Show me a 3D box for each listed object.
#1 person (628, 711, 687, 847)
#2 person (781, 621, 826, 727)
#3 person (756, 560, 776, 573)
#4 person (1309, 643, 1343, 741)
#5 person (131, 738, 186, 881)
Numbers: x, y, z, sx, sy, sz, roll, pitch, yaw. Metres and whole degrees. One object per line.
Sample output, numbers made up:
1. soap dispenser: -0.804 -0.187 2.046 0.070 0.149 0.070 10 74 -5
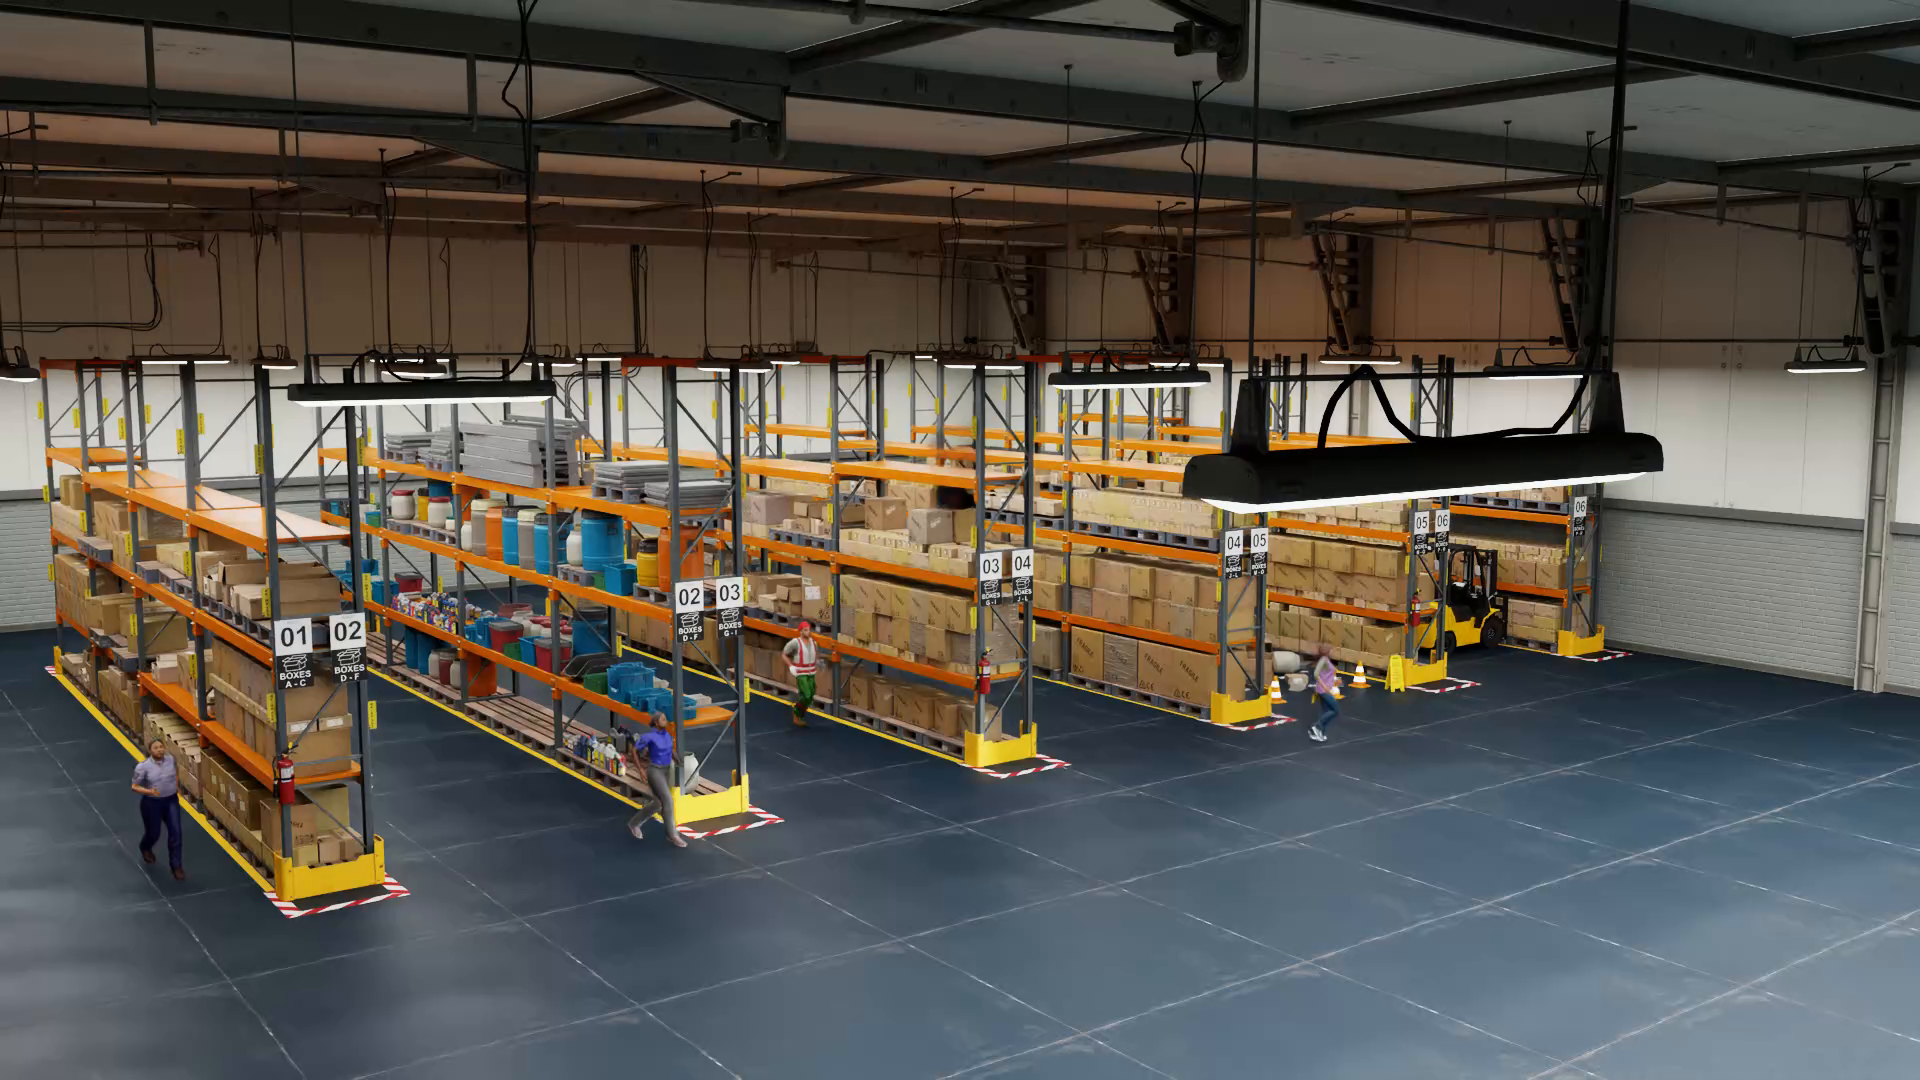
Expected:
1. person: -3.781 2.995 21.029 0.868 1.649 0.605 3 7 20
2. person: -2.509 2.195 27.128 0.633 1.740 0.619 -7 9 -43
3. person: -4.782 0.484 41.783 0.677 1.677 0.572 -1 7 -7
4. person: 5.791 2.401 26.268 0.518 1.569 0.518 1 7 12
5. person: -9.492 3.157 19.717 0.923 1.662 0.606 7 10 45
